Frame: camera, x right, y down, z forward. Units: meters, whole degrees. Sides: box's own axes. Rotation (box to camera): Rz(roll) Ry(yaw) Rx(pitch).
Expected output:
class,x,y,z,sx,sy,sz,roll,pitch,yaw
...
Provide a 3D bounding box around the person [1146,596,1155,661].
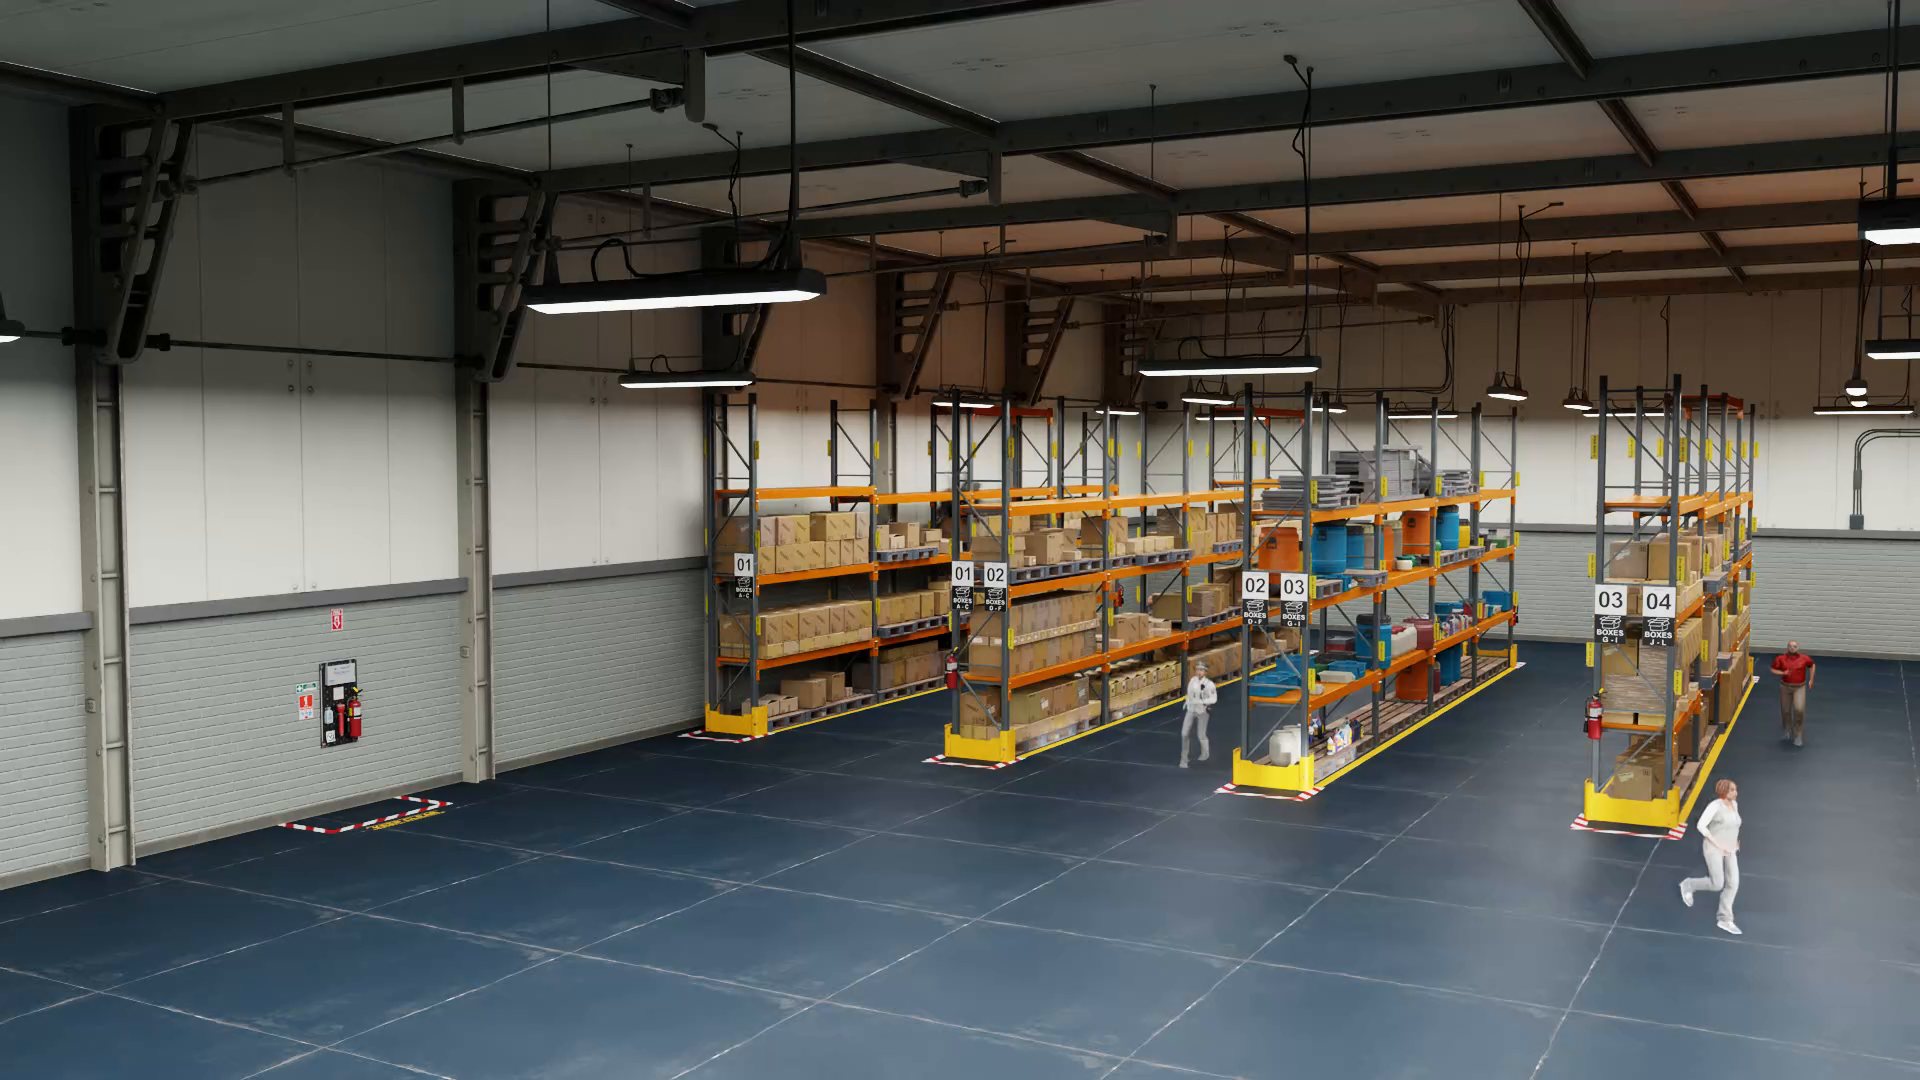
class,x,y,z,sx,sy,sz,roll,pitch,yaw
person,4.349,2.127,37.996,0.670,1.685,0.575,2,3,26

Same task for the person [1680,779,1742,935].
class,x,y,z,sx,sy,sz,roll,pitch,yaw
person,7.958,3.283,17.516,0.566,1.583,0.752,-2,4,-29

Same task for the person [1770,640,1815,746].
class,x,y,z,sx,sy,sz,roll,pitch,yaw
person,14.219,2.609,28.427,0.678,1.804,0.780,2,4,28

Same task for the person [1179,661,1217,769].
class,x,y,z,sx,sy,sz,roll,pitch,yaw
person,3.813,2.770,26.316,0.622,1.749,0.762,2,4,36
